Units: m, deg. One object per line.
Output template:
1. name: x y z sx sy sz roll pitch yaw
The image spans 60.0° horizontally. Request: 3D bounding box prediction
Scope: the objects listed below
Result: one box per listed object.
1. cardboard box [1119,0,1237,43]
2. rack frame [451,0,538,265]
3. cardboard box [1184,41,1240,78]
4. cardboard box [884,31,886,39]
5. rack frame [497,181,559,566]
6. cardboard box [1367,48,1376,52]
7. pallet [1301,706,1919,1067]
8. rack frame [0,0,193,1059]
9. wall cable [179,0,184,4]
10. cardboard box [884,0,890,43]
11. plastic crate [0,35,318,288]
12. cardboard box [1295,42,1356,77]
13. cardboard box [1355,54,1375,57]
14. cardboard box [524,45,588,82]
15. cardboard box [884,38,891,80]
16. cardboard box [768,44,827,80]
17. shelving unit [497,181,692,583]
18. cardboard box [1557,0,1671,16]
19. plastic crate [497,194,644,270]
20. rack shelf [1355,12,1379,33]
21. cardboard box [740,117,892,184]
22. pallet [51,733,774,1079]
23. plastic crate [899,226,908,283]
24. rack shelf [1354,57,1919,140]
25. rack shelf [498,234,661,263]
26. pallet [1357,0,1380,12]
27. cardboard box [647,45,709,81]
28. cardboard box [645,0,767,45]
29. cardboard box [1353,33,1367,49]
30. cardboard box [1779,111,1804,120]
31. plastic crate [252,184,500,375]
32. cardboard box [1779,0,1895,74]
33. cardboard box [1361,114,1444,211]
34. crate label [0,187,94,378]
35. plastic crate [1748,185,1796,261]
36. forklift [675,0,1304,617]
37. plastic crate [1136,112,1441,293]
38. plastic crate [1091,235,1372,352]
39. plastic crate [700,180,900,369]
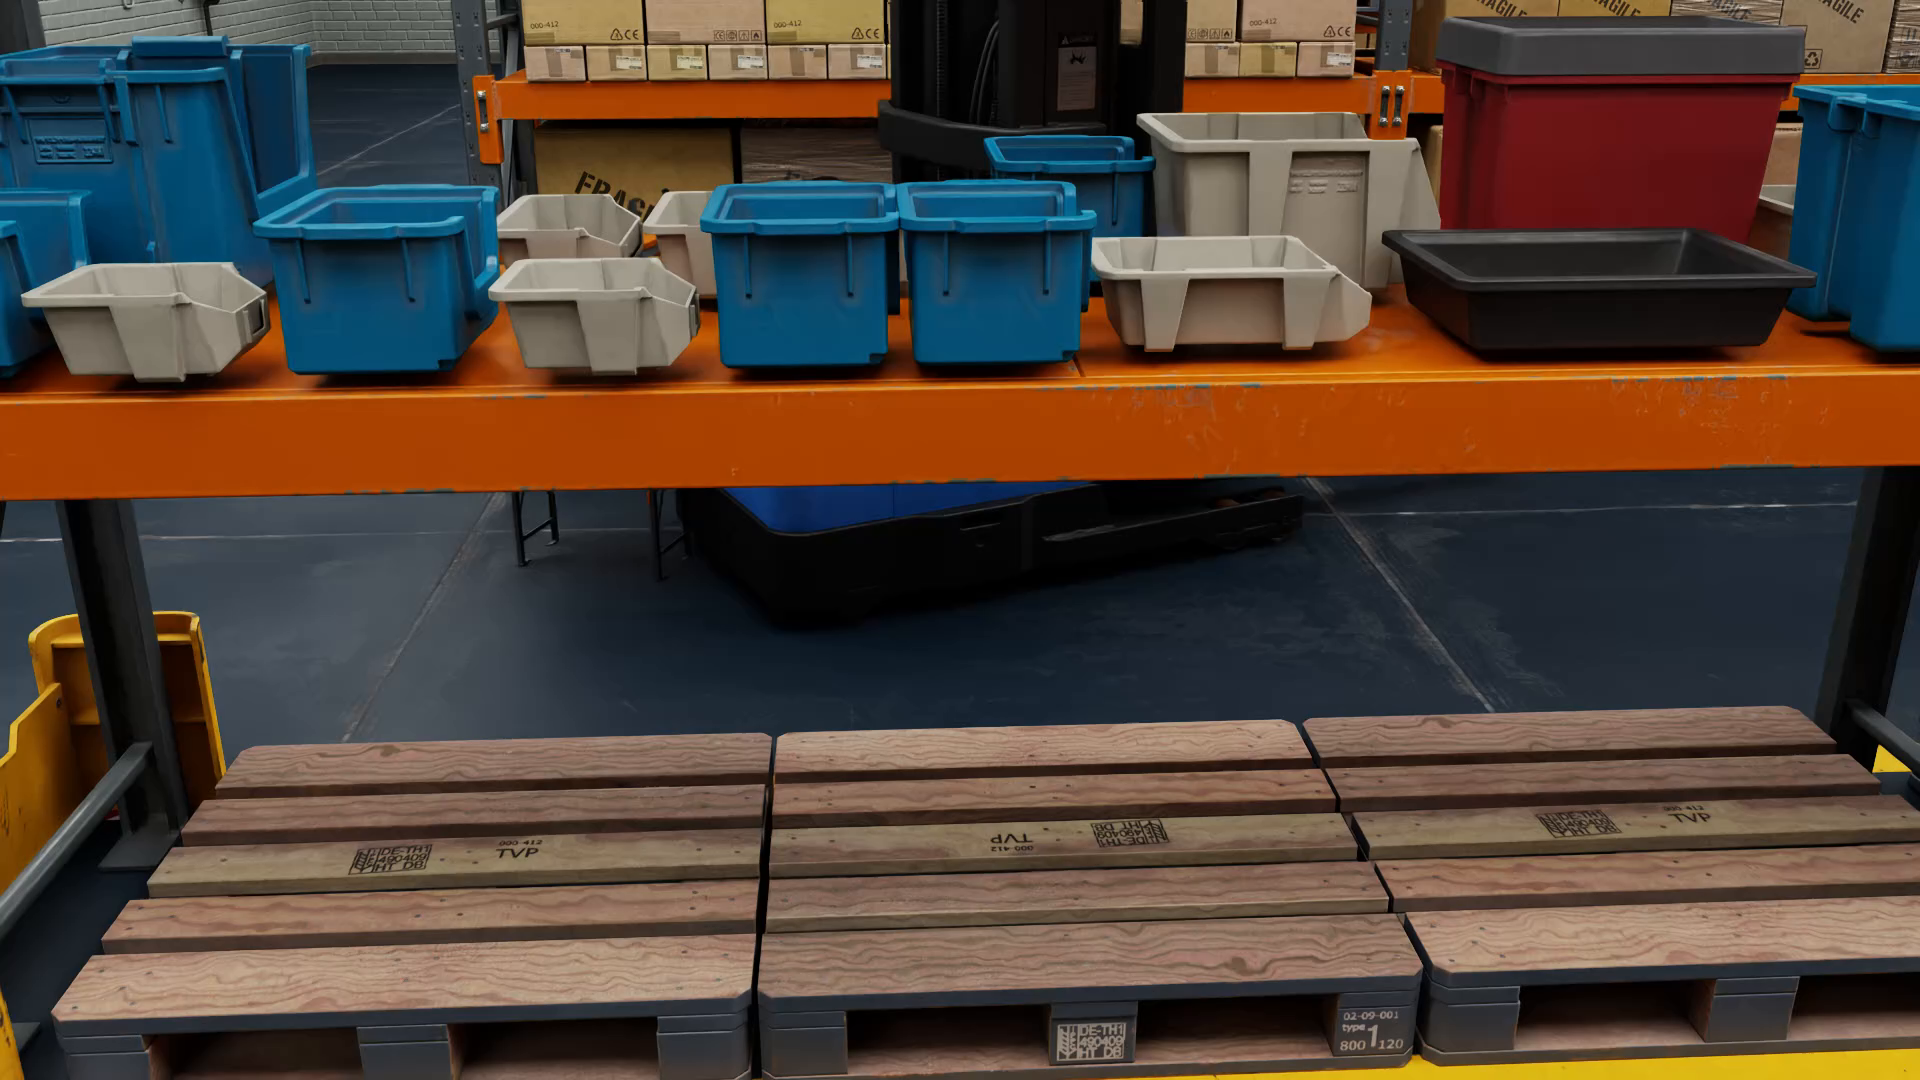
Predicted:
1. cardboard box: 0.939 -2.363 7.405 0.500 0.250 0.500 -1 21 -1
2. rack frame: -2.112 -2.327 7.516 0.127 3.000 1.000 -1 21 -3
3. cardboard box: 1.082 -2.157 7.425 0.250 0.149 0.380 -2 21 -4
4. cardboard box: -0.249 -2.364 7.968 0.250 0.149 0.380 -1 21 -2
5. rack frame: -1.393 -0.517 5.291 0.015 1.200 0.240 6 22 15
6. cardboard box: 3.469 -3.677 12.931 0.500 0.250 0.500 -2 21 -5
7. pallet: 1.432 0.684 3.529 1.213 0.211 1.003 -1 21 -3
8. rack frame: -1.830 -0.567 2.895 0.127 3.000 1.000 -1 21 -3
9. wall cable: -8.399 -6.702 17.582 0.122 1.984 0.588 -1 21 -3
10. cardboard box: -0.077 -2.344 7.354 0.500 0.250 0.500 -2 21 -4
11. plastic crate: -1.506 -0.685 3.070 0.499 0.435 0.616 -1 21 -3
12. cardboard box: 1.595 -2.168 7.452 0.250 0.149 0.380 -1 21 -3
13. cardboard box: 2.983 -3.483 12.423 0.500 0.250 0.500 -1 21 -2
14. cardboard box: -1.739 -2.099 7.272 0.250 0.149 0.380 -1 21 -2
15. cardboard box: -0.204 -2.131 7.355 0.250 0.149 0.380 -2 21 -4
16. cardboard box: -0.713 -2.121 7.328 0.250 0.149 0.380 -2 21 -4
17. shelving unit: -1.159 -0.492 5.227 0.503 1.200 0.258 6 22 15
18. cardboard box: 2.857 -2.386 7.531 0.500 0.500 0.500 -1 21 -3
19. plastic crate: -0.736 -0.554 3.145 0.243 0.136 0.396 -1 21 -3
20. rack shelf: 3.696 -3.876 12.597 4.000 0.370 1.077 -1 21 -3
21. cardboard box: -0.569 -1.590 7.977 0.875 0.875 0.875 -1 21 -3
22. pallet: -1.004 0.733 3.399 1.213 0.211 1.003 -1 21 -3
23. plastic crate: -0.164 -0.580 3.216 0.250 0.136 0.298 -1 21 -3
24. rack shelf: 3.878 -2.112 7.964 4.000 0.370 1.077 -1 21 -3
25. rack shelf: -1.159 -0.859 5.087 0.480 0.148 0.258 6 22 15
26. pallet: 2.470 -4.046 12.302 1.213 0.211 1.003 -1 21 -3
27. cardboard box: -1.227 -2.110 7.301 0.250 0.149 0.380 -2 21 -4
28. cardboard box: -1.099 -2.322 7.297 0.500 0.250 0.500 -1 21 -4
29. cardboard box: 3.724 -5.211 17.489 0.875 0.875 0.875 -1 21 -2
30. cardboard box: 4.294 -1.670 8.188 0.875 0.875 1.225 -1 21 -3
31. plastic crate: -0.907 -0.418 2.655 0.300 0.233 0.416 -1 21 -3
32. cardboard box: 3.872 -2.408 7.589 0.500 0.500 0.500 -1 21 -2
33. cardboard box: 2.519 -1.631 8.086 0.875 0.875 1.225 -1 21 -3
34. crate label: -1.564 -0.405 2.620 0.303 0.233 0.416 -1 21 -3
35. plastic crate: 1.691 -0.594 3.253 0.243 0.136 0.396 -1 21 -3
36. forklift: 0.586 -1.492 5.421 3.031 2.935 1.130 -10 23 -25
37. plastic crate: 0.629 -0.655 3.209 0.530 0.282 0.437 -1 21 -3
38. plastic crate: 0.443 -0.411 2.771 0.466 0.136 0.293 -1 21 -3
39. plastic crate: -0.250 -0.432 2.690 0.300 0.233 0.416 -1 21 -3
